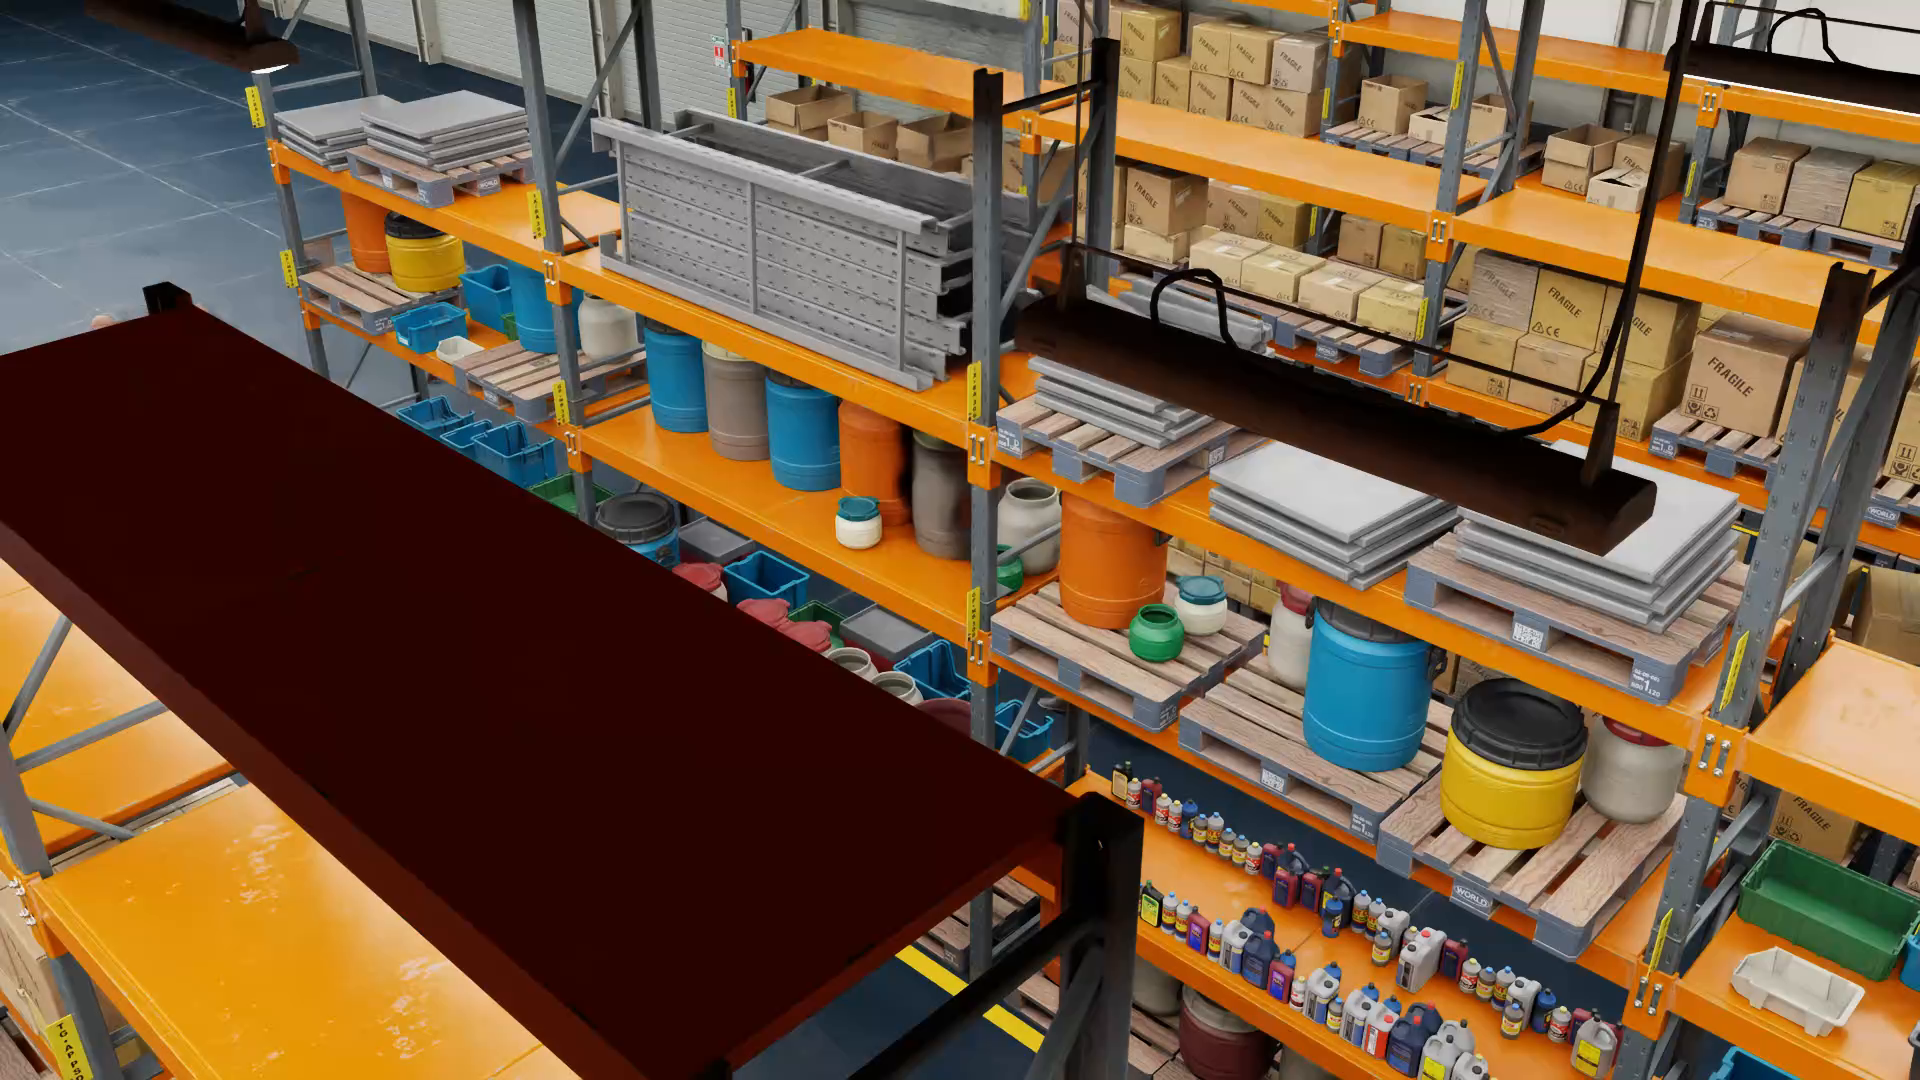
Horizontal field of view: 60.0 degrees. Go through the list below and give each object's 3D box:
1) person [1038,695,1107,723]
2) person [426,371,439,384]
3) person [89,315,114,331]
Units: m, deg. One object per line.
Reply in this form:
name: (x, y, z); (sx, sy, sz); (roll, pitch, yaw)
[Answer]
person: (1.025, 0.716, 13.264); (0.837, 1.716, 0.688); (22, 36, 34)
person: (-5.842, -2.573, 19.205); (1.066, 1.663, 0.578); (-9, 31, -16)
person: (-8.655, -1.524, 17.214); (0.764, 1.700, 0.677); (-11, 31, -18)
